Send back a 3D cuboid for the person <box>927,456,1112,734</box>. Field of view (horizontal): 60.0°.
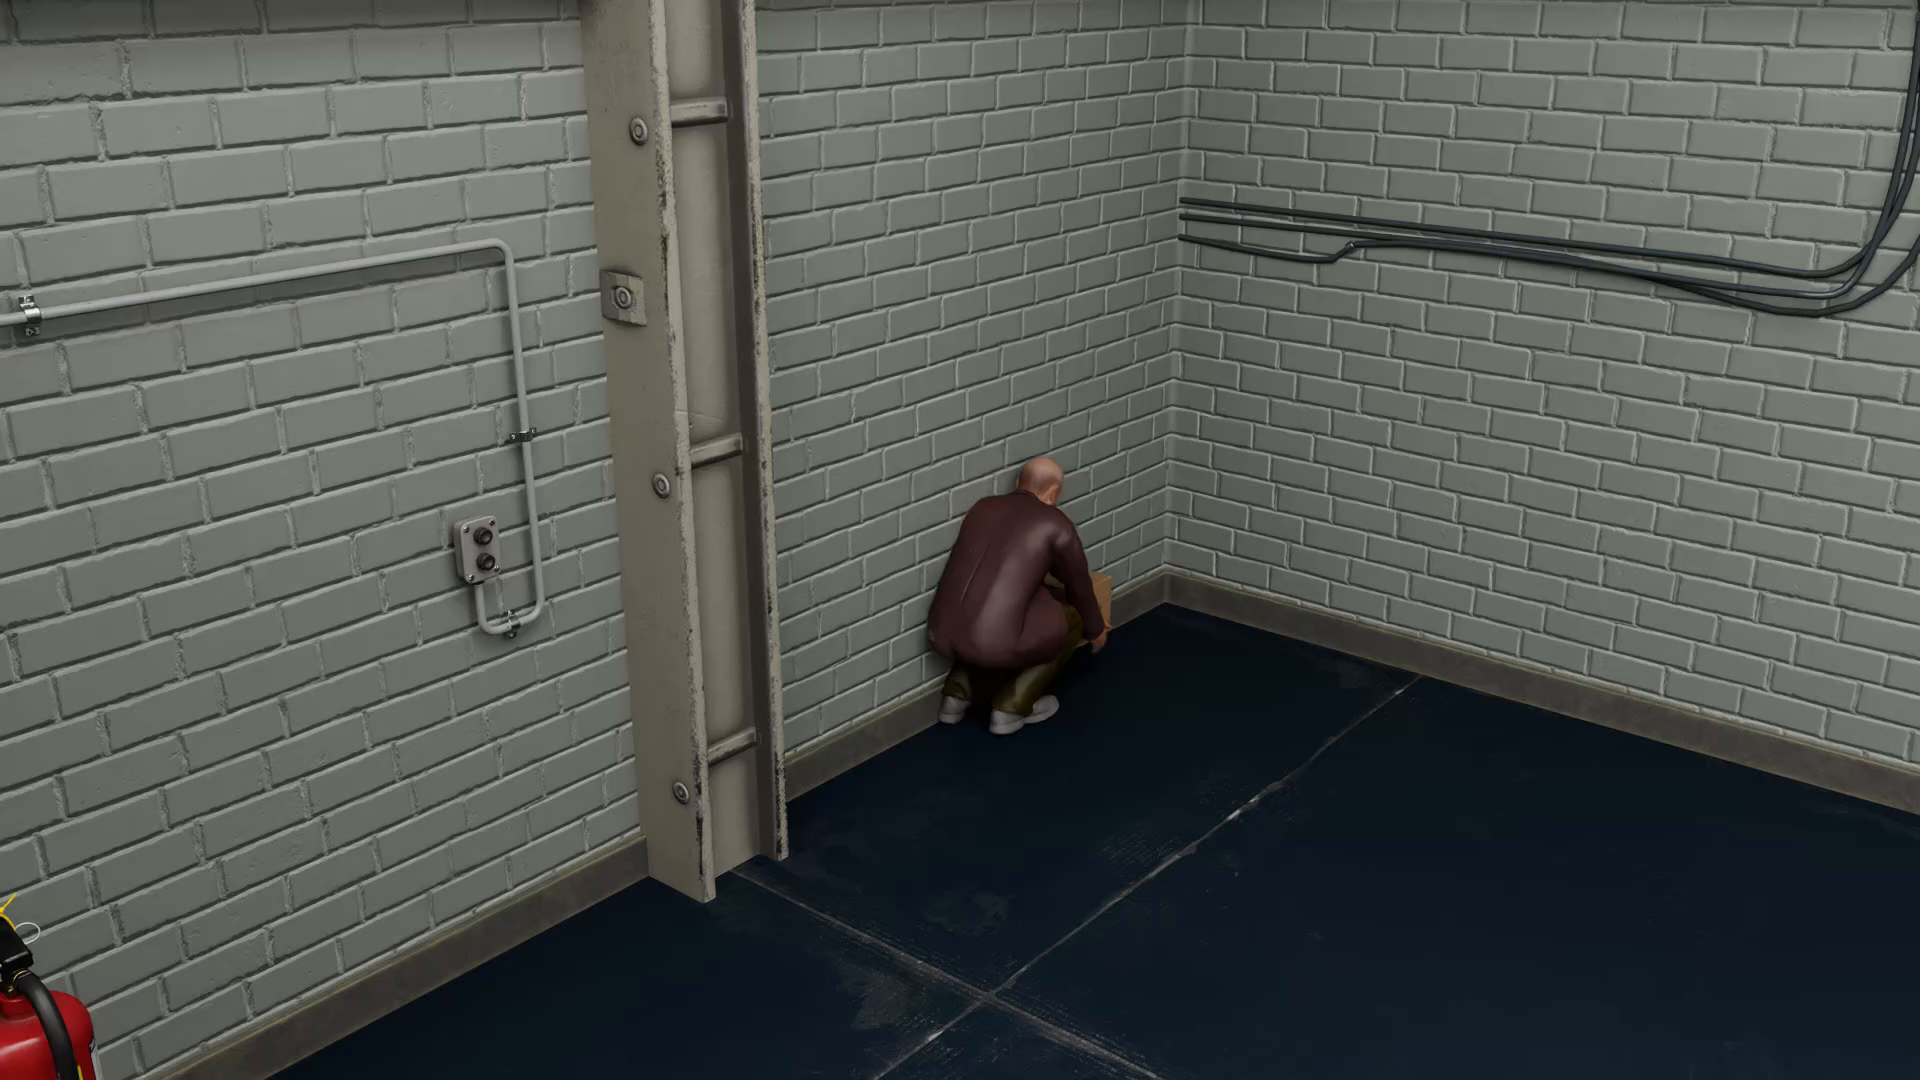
[{"bbox_3d":[0.234,0.210,6.676,0.583,0.996,0.926,15,25,36],"label":"person"}]
